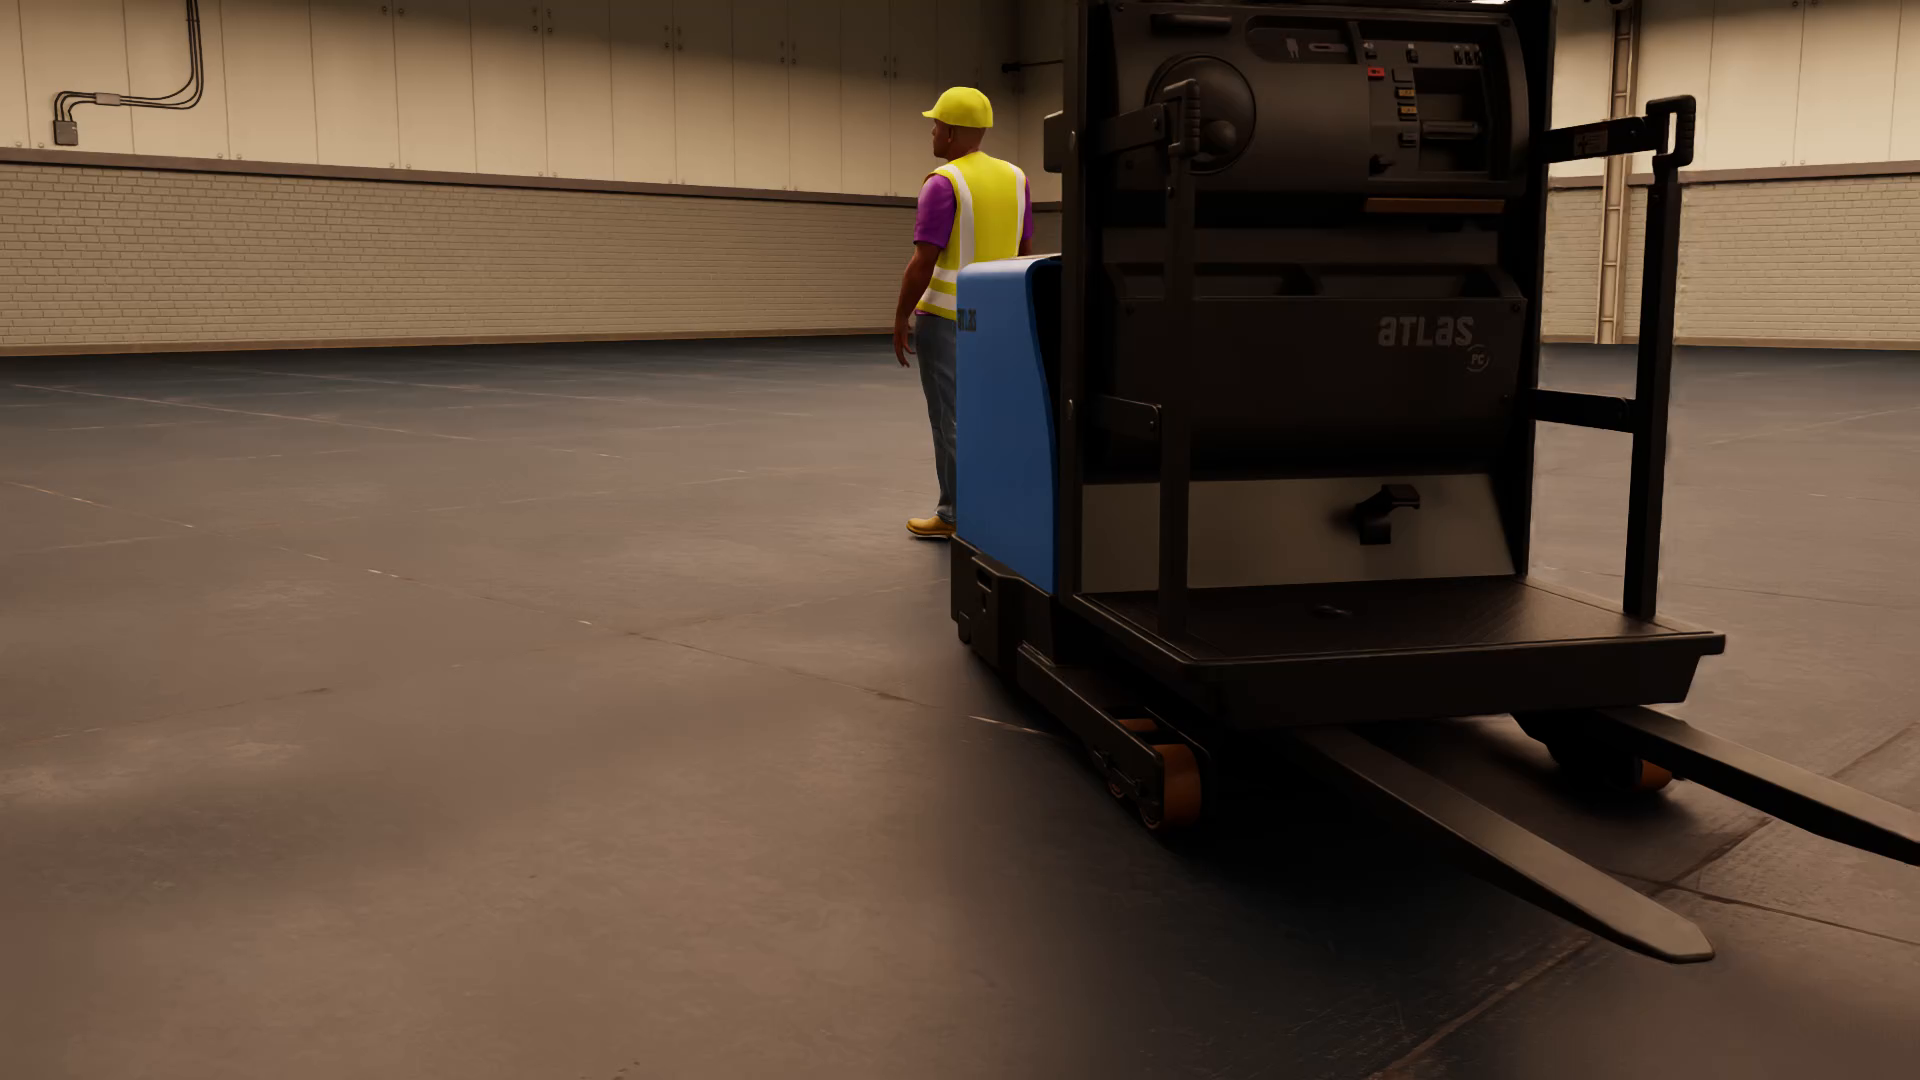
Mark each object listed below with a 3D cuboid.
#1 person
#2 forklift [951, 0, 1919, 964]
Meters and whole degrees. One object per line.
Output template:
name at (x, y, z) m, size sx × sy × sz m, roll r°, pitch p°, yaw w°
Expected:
person at (-0.046, -0.888, 6.637) m, size 0.576 × 1.766 × 0.665 m, roll 8°, pitch 12°, yaw 43°
forklift at (0.812, -0.967, 3.298) m, size 1.130 × 2.935 × 3.031 m, roll -2°, pitch 9°, yaw -13°
